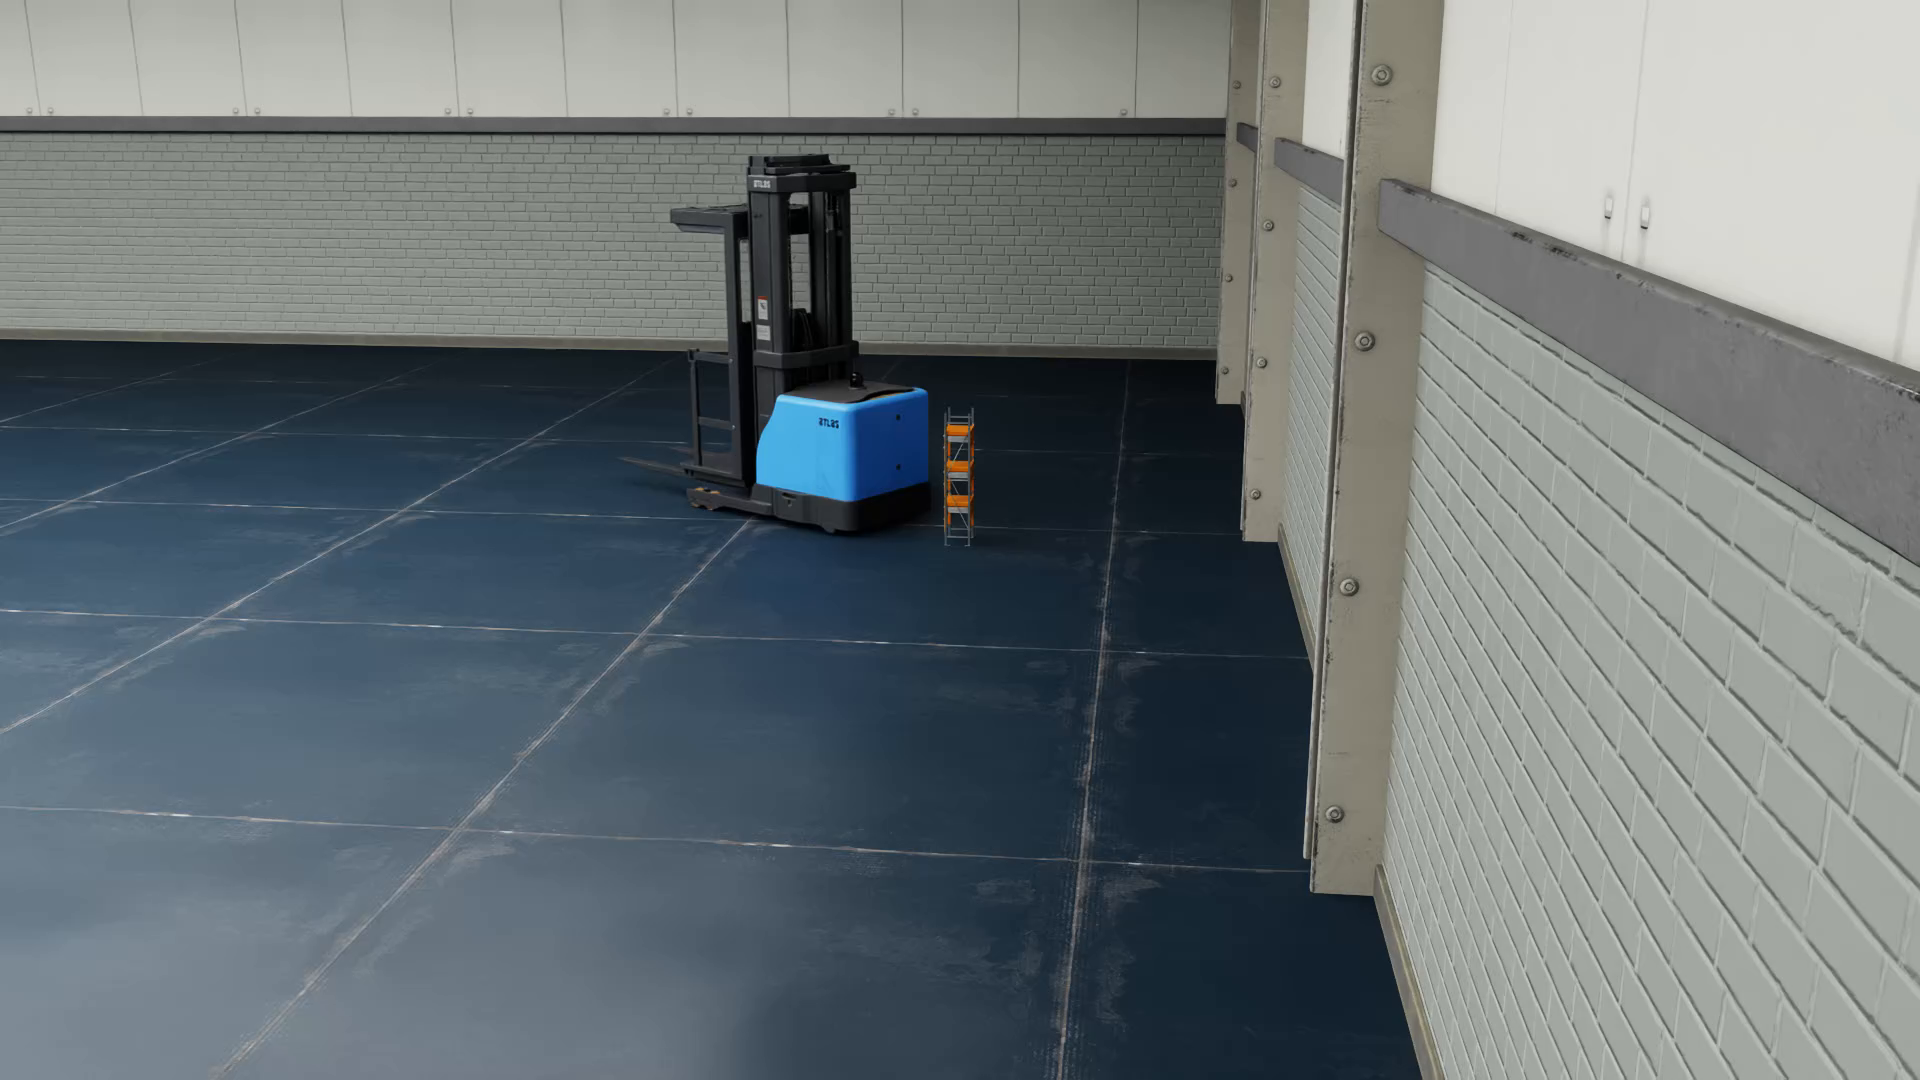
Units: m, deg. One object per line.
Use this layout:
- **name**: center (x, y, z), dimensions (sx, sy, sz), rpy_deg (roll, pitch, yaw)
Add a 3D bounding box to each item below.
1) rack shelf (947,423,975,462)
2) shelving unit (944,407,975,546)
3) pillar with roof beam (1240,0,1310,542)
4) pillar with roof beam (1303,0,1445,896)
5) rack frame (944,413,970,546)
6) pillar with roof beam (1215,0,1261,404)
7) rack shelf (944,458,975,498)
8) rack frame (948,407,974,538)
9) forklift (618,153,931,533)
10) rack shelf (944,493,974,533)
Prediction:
- **rack shelf**: center (-0.006, -0.757, 12.902), dimensions (0.215, 0.259, 0.240), rpy_deg (2, 15, 6)
- **shelving unit**: center (-0.006, -0.493, 12.974), dimensions (0.215, 1.050, 0.252), rpy_deg (2, 15, 6)
- **pillar with roof beam**: center (-1.868, -4.510, 12.601), dimensions (9.100, 9.000, 0.400), rpy_deg (2, 15, 6)
- **pillar with roof beam**: center (-2.545, -2.954, 6.846), dimensions (9.100, 9.000, 0.400), rpy_deg (2, 15, 6)
- **rack frame**: center (-0.020, -0.461, 12.857), dimensions (0.200, 1.050, 0.008), rpy_deg (2, 15, 6)
- **pillar with roof beam**: center (-1.191, -6.066, 18.356), dimensions (9.100, 9.000, 0.400), rpy_deg (2, 15, 6)
- **rack shelf**: center (-0.006, -0.483, 12.976), dimensions (0.215, 0.259, 0.240), rpy_deg (2, 15, 6)
- **rack frame**: center (0.008, -0.525, 13.091), dimensions (0.200, 1.050, 0.008), rpy_deg (2, 15, 6)
- **forklift**: center (-1.707, -1.759, 14.050), dimensions (3.031, 2.935, 1.130), rpy_deg (12, 19, 37)
- **rack shelf**: center (-0.006, -0.214, 13.049), dimensions (0.215, 0.259, 0.240), rpy_deg (2, 15, 6)
